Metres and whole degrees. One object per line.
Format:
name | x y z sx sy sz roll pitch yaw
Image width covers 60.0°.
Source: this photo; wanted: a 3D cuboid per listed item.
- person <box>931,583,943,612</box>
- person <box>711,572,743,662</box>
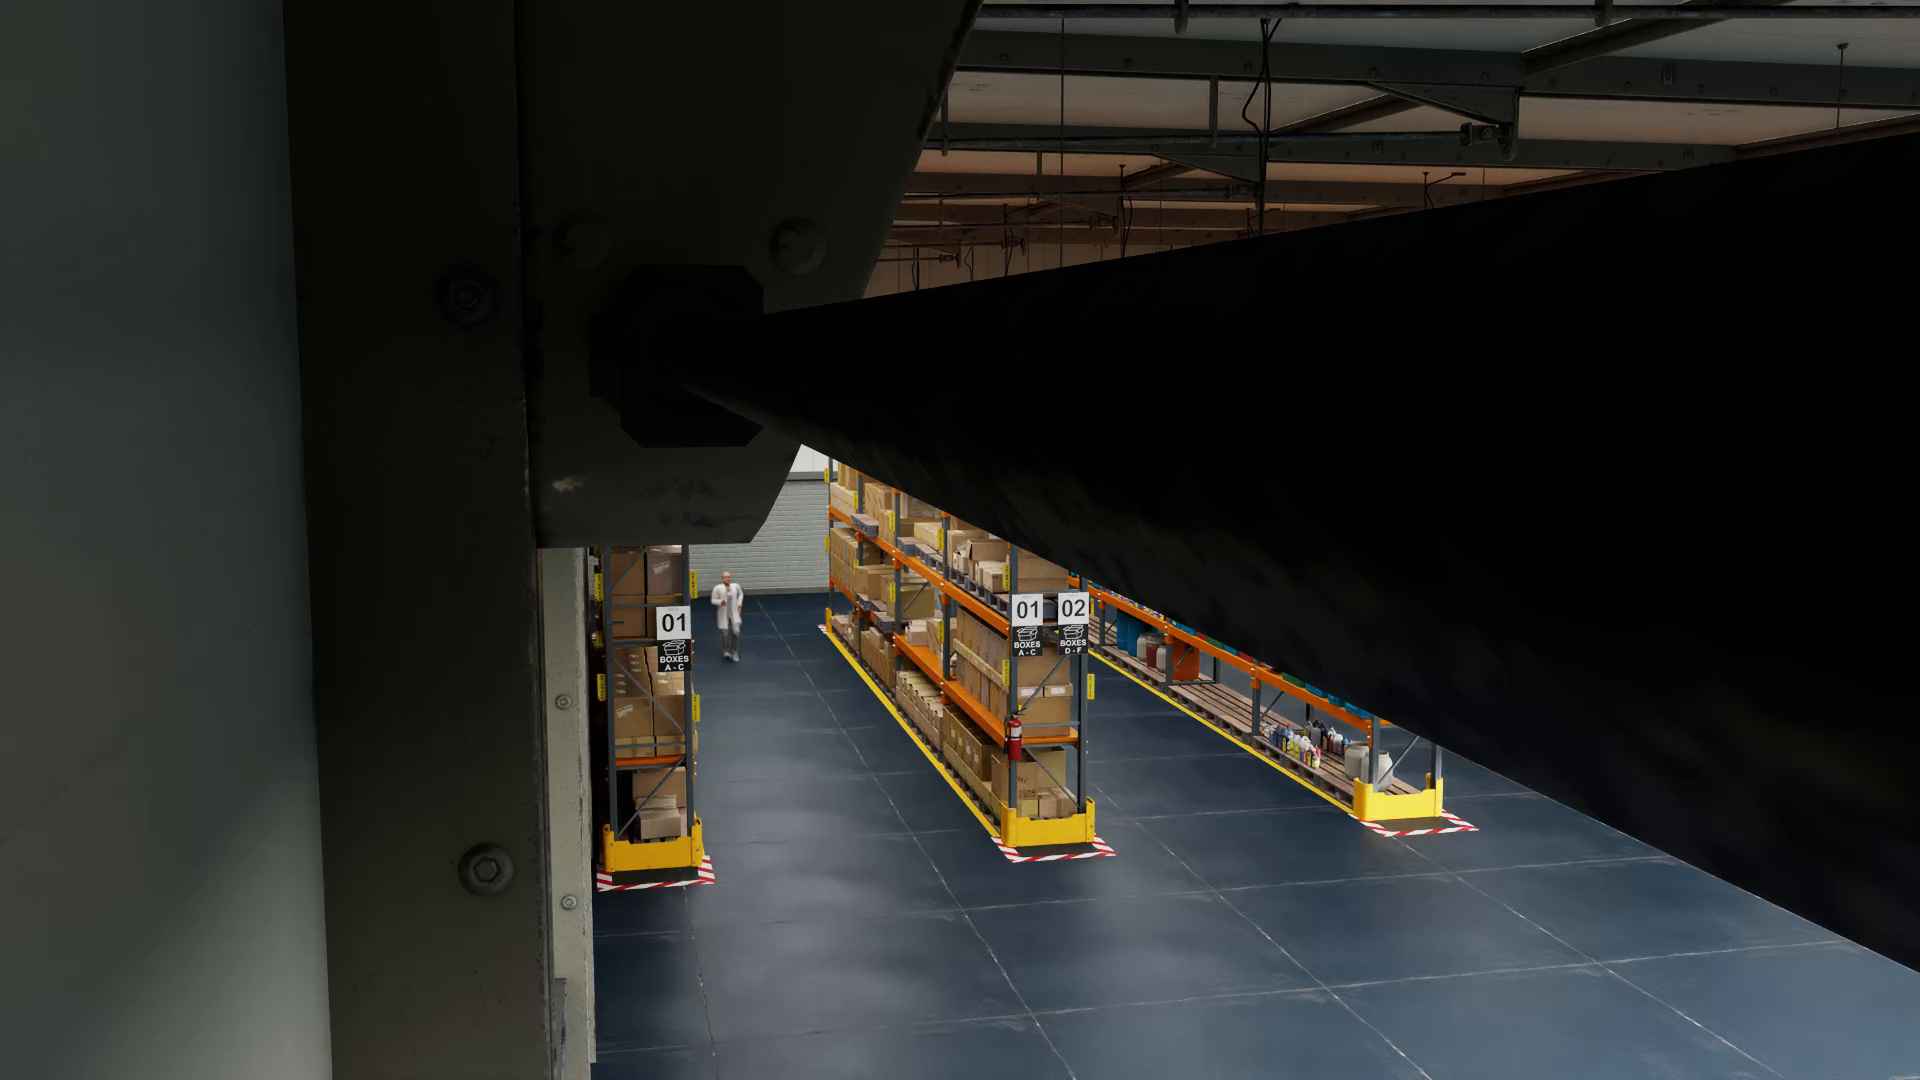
person | -0.511 1.179 36.703 0.630 1.595 0.568 -4 8 -31
person | -4.612 1.646 33.115 0.682 1.605 0.812 -2 7 -16
